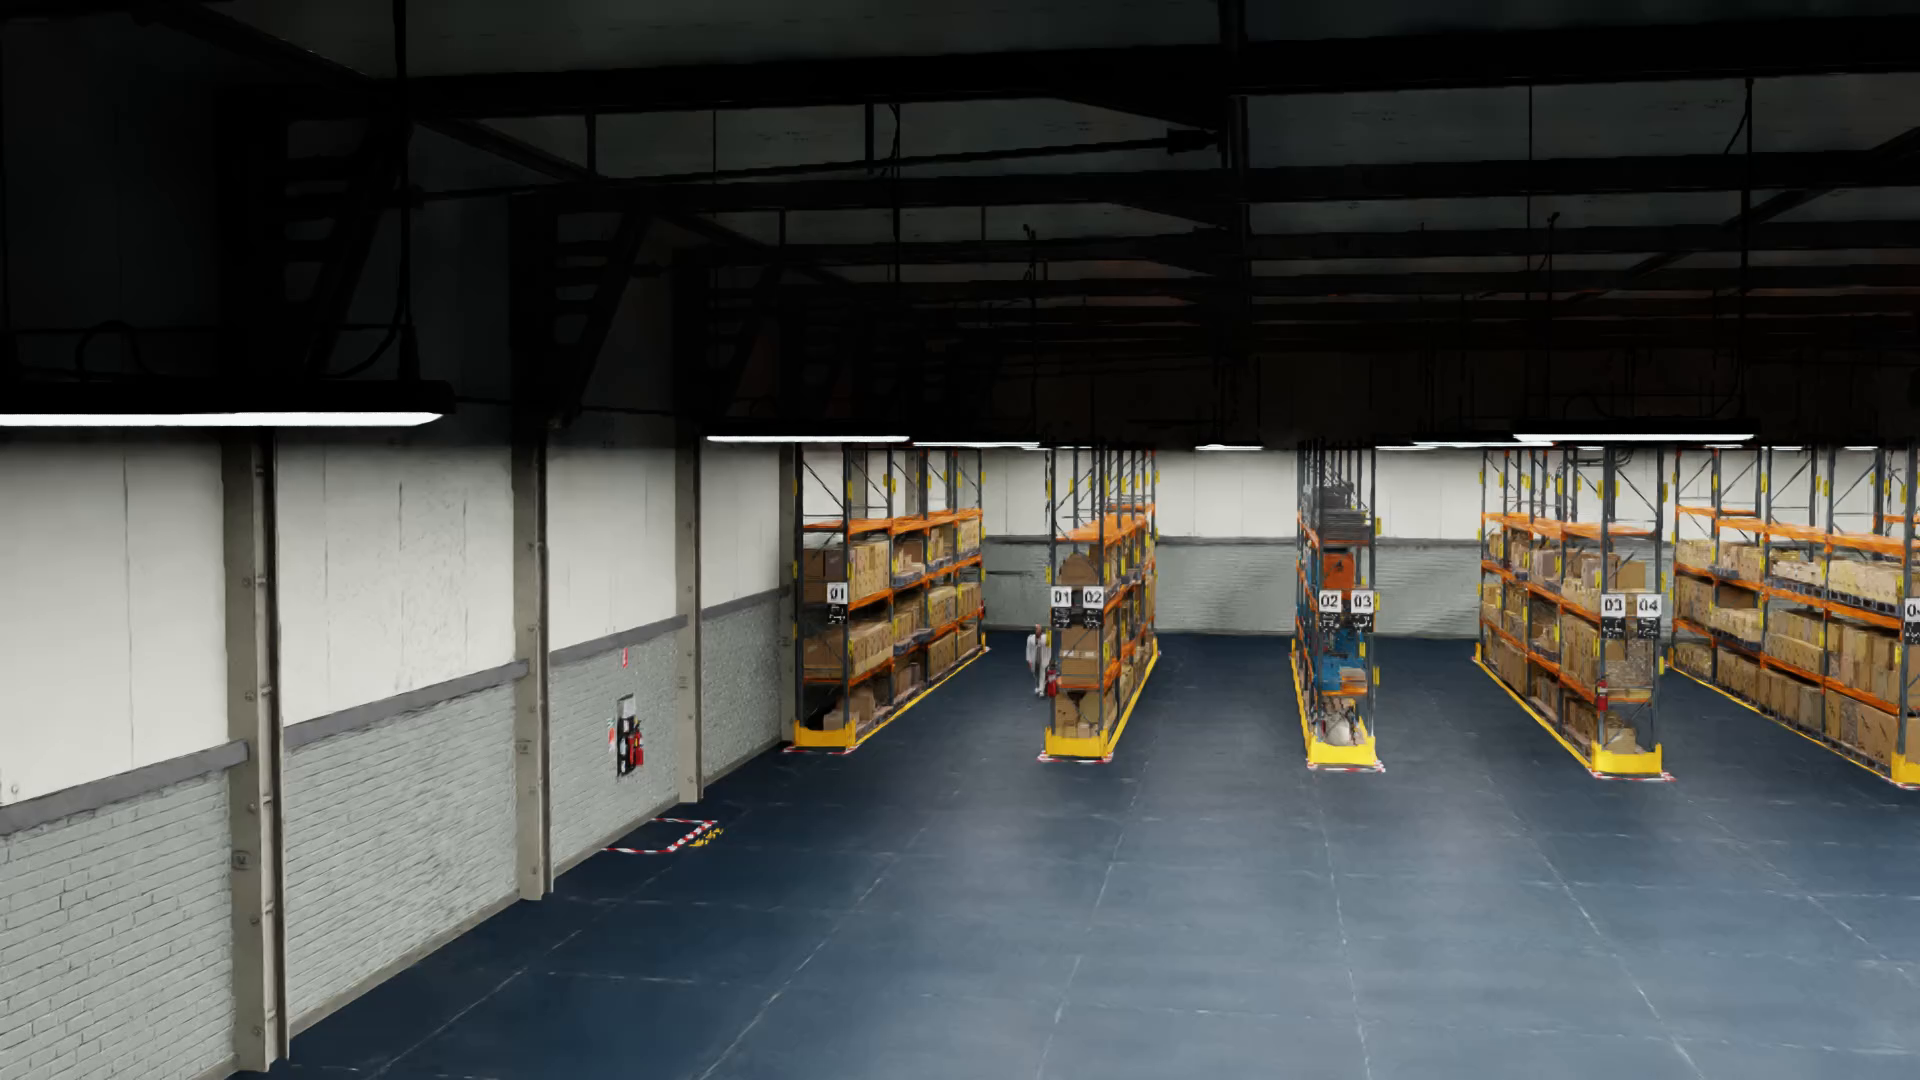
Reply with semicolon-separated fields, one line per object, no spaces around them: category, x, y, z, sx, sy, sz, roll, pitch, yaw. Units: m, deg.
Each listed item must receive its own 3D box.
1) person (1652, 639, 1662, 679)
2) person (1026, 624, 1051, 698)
person;16.270;2.781;39.425;0.678;1.729;0.578;0;3;7
person;1.836;2.806;38.923;0.594;1.707;1.216;1;3;12
